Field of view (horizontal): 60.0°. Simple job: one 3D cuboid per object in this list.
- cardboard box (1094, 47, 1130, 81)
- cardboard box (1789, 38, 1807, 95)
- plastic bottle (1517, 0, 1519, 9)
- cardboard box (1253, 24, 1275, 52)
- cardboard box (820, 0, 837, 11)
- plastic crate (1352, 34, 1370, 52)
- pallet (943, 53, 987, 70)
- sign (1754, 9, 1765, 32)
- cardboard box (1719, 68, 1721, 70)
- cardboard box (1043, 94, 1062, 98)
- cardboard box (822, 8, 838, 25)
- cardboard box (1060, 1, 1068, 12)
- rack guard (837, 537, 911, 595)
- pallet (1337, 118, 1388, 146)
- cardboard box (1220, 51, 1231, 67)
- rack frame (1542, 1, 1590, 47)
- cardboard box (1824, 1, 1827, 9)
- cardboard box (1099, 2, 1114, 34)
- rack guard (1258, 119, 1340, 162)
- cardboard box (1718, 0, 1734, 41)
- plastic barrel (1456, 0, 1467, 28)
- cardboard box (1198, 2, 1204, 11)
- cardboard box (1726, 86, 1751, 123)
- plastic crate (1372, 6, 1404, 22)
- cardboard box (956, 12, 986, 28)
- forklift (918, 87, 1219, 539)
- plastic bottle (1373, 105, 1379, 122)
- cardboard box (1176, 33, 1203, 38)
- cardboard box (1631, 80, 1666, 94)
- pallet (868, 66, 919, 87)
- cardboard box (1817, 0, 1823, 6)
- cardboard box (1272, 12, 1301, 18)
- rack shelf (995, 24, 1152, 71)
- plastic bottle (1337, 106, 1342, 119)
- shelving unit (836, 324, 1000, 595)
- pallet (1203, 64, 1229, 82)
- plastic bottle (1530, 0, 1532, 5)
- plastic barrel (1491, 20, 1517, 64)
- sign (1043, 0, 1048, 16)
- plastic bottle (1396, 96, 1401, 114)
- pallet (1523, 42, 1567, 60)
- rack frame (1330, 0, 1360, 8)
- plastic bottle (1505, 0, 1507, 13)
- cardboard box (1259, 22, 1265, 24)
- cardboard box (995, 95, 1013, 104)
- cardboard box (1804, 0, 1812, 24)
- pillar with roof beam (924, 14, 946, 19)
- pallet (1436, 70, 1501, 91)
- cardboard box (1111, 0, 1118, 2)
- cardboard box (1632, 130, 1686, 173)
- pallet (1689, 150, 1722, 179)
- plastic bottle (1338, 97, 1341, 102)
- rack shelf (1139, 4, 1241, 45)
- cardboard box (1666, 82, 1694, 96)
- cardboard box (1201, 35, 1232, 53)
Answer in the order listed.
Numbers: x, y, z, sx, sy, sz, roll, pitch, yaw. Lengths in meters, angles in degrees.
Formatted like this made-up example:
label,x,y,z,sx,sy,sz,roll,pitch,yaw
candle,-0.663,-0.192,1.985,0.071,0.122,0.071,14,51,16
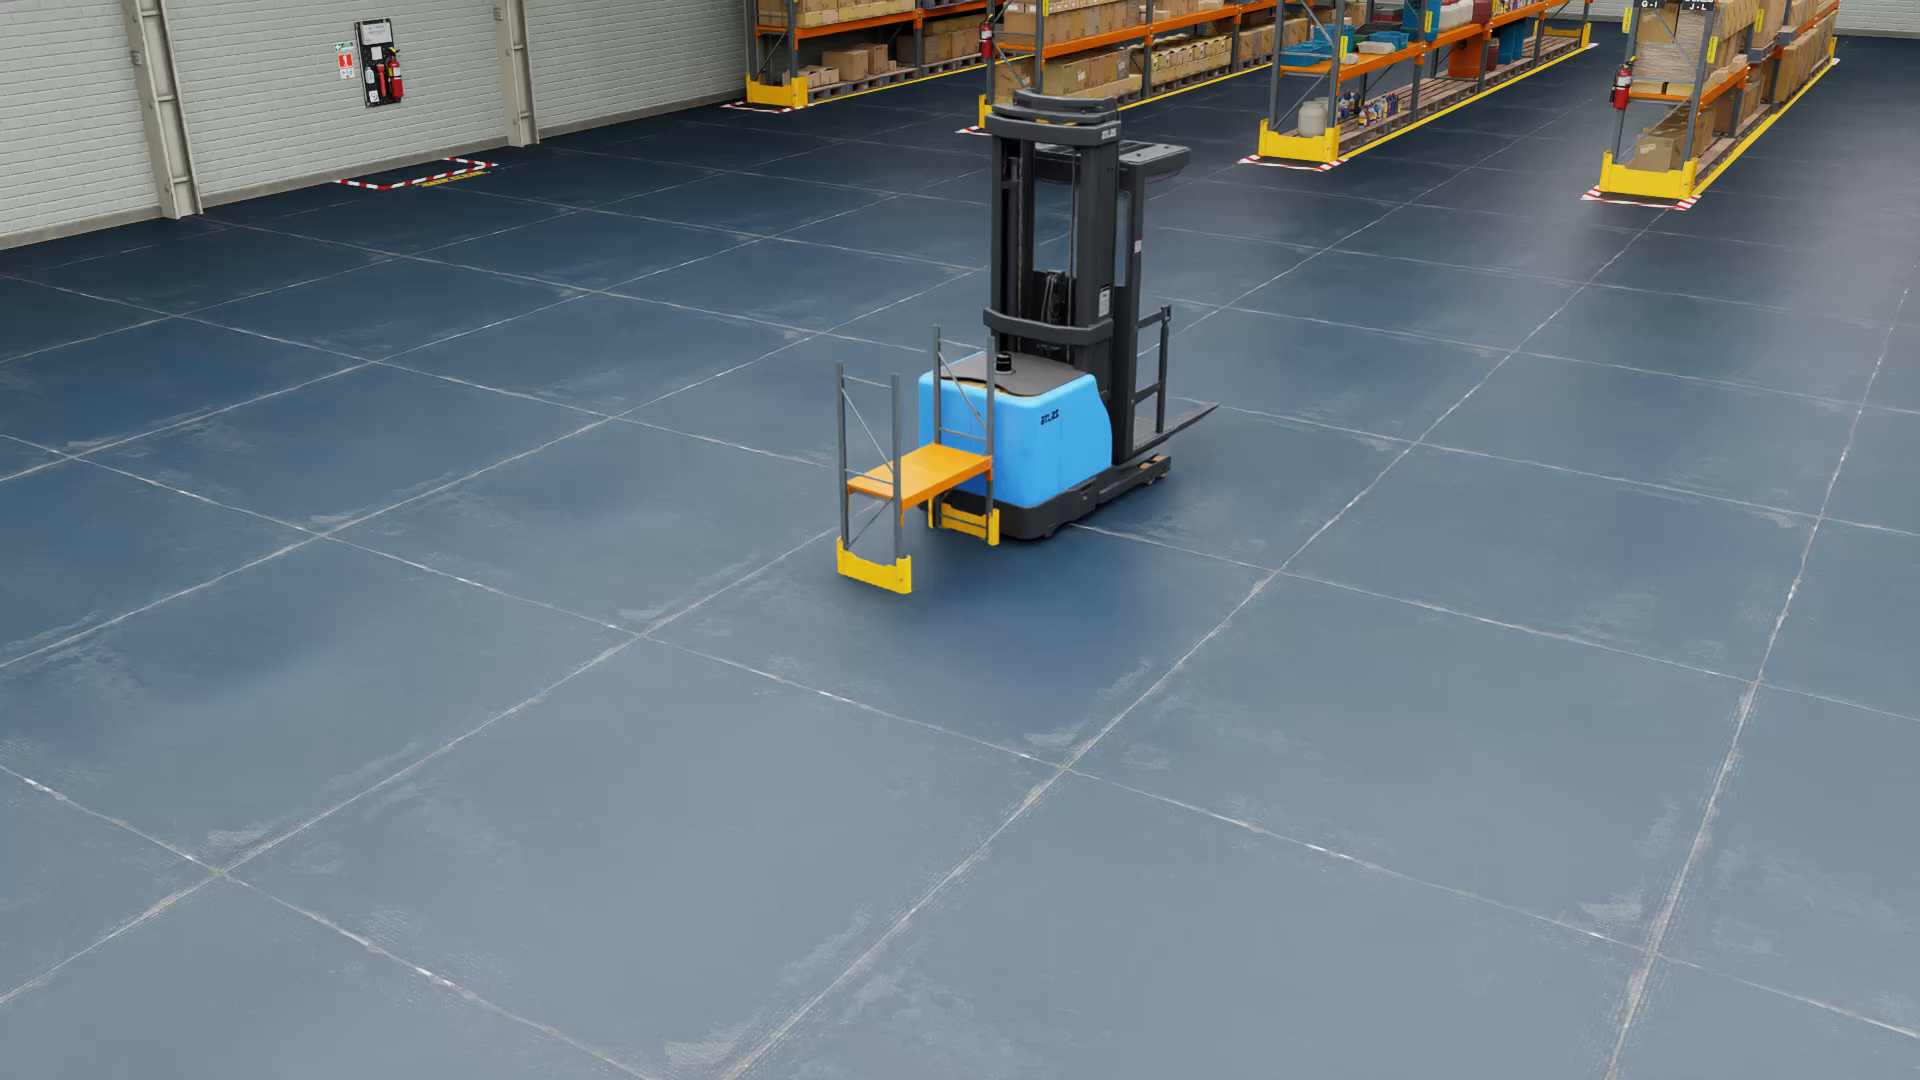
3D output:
label,x,y,z,sx,sy,sz,roll,pitch,yaw
cardboard box,2.665,-8.419,29.410,0.500,0.500,0.500,14,27,29
cardboard box,14.380,-8.531,29.826,1.225,0.875,0.875,14,27,29
plastic bottle,10.801,-10.419,32.293,0.097,0.201,0.097,0,23,0
cardboard box,6.402,-10.534,34.901,0.500,0.500,0.500,13,27,27
cardboard box,-2.546,-9.747,29.709,0.500,0.500,0.500,14,27,29
plastic crate,6.248,-7.977,26.668,0.450,0.188,0.662,14,27,29
pallet,-0.160,-9.946,34.460,1.003,0.211,1.213,14,27,29
sign,11.877,-7.721,24.721,0.100,0.325,0.005,14,27,29
cardboard box,10.548,-6.614,23.569,0.380,0.149,0.250,14,27,29
cardboard box,1.360,-7.228,27.603,0.500,0.250,0.500,14,27,29
cardboard box,-2.533,-9.416,29.889,0.500,0.250,0.500,13,27,27
cardboard box,1.548,-8.767,27.283,0.380,0.149,0.250,14,27,29
rack guard,-0.573,0.165,11.053,0.587,0.250,0.087,17,28,33
pallet,6.172,-6.562,26.643,1.003,0.211,1.213,14,27,29
cardboard box,5.038,-9.565,33.001,0.500,0.250,0.500,15,27,30
rack frame,13.534,-12.523,36.903,1.000,3.000,0.127,14,27,29
cardboard box,16.620,-10.403,32.322,0.380,0.149,0.250,13,27,28
cardboard box,2.229,-9.059,28.776,0.700,0.500,0.500,14,27,30
rack guard,5.094,-6.012,25.007,1.175,0.500,0.348,14,27,29
cardboard box,10.093,-7.022,22.437,0.500,0.500,0.500,14,27,29
plastic barrel,8.731,-9.340,29.410,0.421,0.512,0.421,0,23,0
cardboard box,4.483,-10.305,32.095,0.380,0.149,0.250,16,28,33
cardboard box,12.317,-7.039,26.826,0.700,0.500,0.500,11,26,24
plastic crate,7.200,-8.730,28.060,0.402,0.464,0.583,14,27,29
cardboard box,0.208,-10.865,34.721,0.500,0.250,0.500,14,27,30
forklift,0.976,-1.872,12.385,1.130,2.935,3.031,17,28,33
plastic bottle,6.656,-6.838,26.649,0.097,0.271,0.097,0,23,0
cardboard box,4.582,-9.936,33.152,0.500,0.311,0.500,15,28,31
cardboard box,9.277,-6.109,22.403,0.380,0.149,0.250,14,27,29
pallet,-1.537,-9.036,32.356,1.003,0.211,1.213,14,27,29
cardboard box,16.102,-10.307,31.597,0.500,0.250,0.500,13,27,28
cardboard box,7.278,-11.519,37.176,0.500,0.500,0.500,14,27,29
rack shelf,1.943,-8.507,28.532,1.077,0.370,4.000,14,27,29
plastic bottle,6.130,-6.925,26.939,0.097,0.201,0.097,0,23,0
shelving unit,-0.274,-0.566,11.171,0.587,1.500,1.083,17,28,33
pallet,4.641,-9.313,32.998,1.003,0.211,1.213,14,27,29
plastic bottle,11.298,-10.792,33.060,0.152,0.276,0.135,14,27,29
plastic barrel,10.749,-9.984,33.150,0.600,0.901,0.708,14,27,29
sign,1.356,-8.478,26.368,0.100,0.325,0.005,14,27,29
plastic bottle,7.231,-7.197,27.465,0.061,0.283,0.133,15,28,32
pallet,12.422,-10.563,35.885,1.003,0.211,1.213,14,27,29
rack frame,9.328,-13.563,39.304,1.000,3.000,0.127,14,27,29
plastic bottle,10.338,-10.155,31.594,0.097,0.271,0.097,0,23,0
cardboard box,6.214,-10.806,35.528,0.500,0.500,0.500,14,27,30
cardboard box,0.920,-7.336,27.853,0.500,0.250,0.500,14,27,29
cardboard box,15.081,-9.623,30.077,0.500,0.500,0.500,14,27,28
pillar with roof beam,3.134,-13.493,31.591,9.100,9.000,0.400,14,27,29
pallet,9.695,-8.818,31.855,1.003,0.211,1.213,14,27,29
cardboard box,2.498,-9.376,28.691,0.380,0.149,0.250,14,27,29
cardboard box,9.646,-5.338,22.923,0.500,0.500,0.500,20,30,38
pallet,10.445,-5.508,24.208,1.003,0.211,1.213,14,27,29
plastic bottle,6.204,-7.132,27.315,0.061,0.283,0.133,15,28,31
rack shelf,4.053,-9.857,31.650,1.077,0.370,4.000,14,27,29
cardboard box,9.655,-6.016,22.188,0.380,0.149,0.250,14,27,29
cardboard box,5.041,-9.822,32.890,0.500,0.311,0.500,15,27,30
